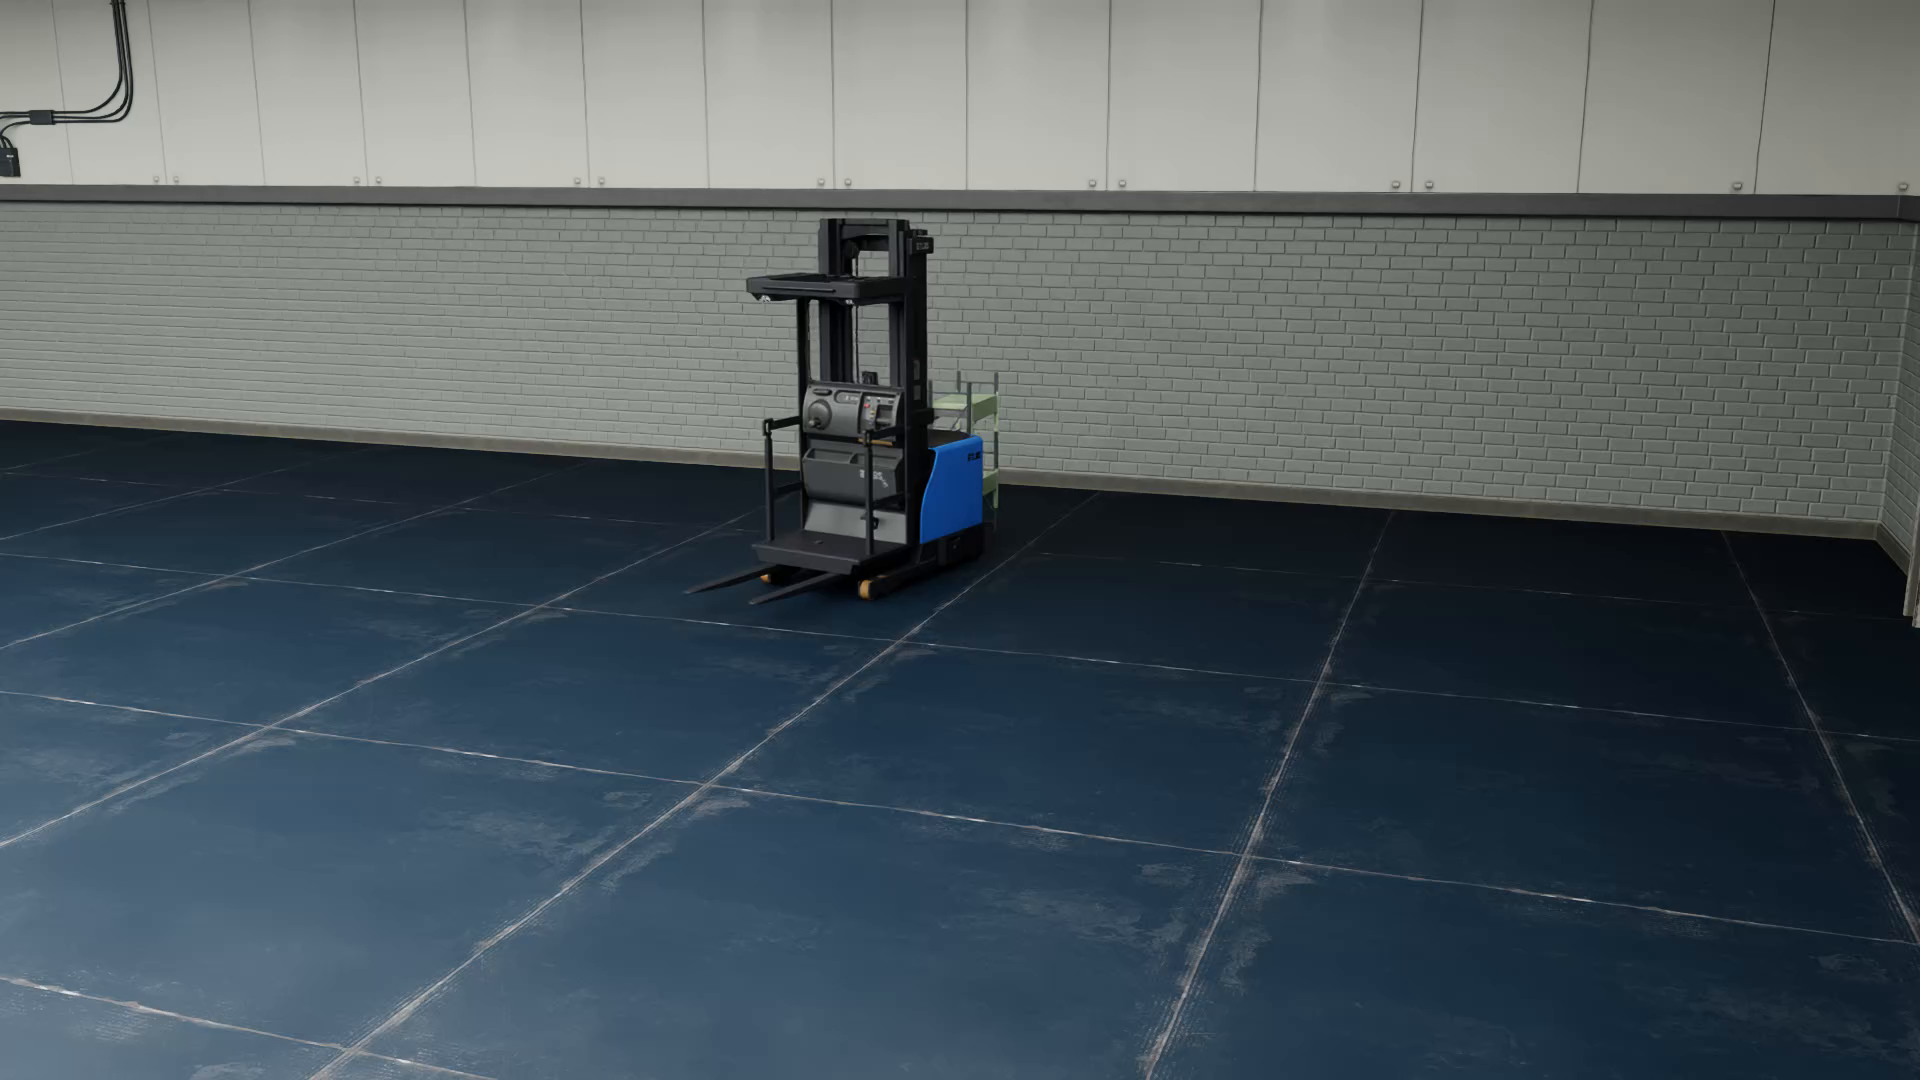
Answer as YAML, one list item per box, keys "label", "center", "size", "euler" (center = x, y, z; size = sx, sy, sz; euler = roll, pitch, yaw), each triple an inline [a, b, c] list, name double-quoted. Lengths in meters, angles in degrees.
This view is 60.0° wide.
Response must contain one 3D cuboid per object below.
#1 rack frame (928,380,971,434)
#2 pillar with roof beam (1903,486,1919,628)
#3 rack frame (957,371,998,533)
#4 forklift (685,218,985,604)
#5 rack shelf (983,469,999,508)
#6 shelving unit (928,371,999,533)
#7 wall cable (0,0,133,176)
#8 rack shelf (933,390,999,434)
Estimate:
- label: "rack frame"
  center: [-0.091, -0.664, 14.788]
  size: [0.400, 1.500, 0.023]
  euler: [5, 14, 20]
- label: "pillar with roof beam"
  center: [3.250, -4.079, 12.897]
  size: [9.100, 9.000, 0.400]
  euler: [4, 14, 18]
- label: "rack frame"
  center: [0.161, -0.817, 15.458]
  size: [0.400, 1.500, 0.023]
  euler: [5, 14, 20]
- label: "forklift"
  center: [-0.991, -1.069, 13.347]
  size: [1.130, 2.935, 3.031]
  euler: [8, 15, 31]
- label: "rack shelf"
  center: [0.035, -0.422, 15.195]
  size: [0.431, 0.370, 0.720]
  euler: [5, 14, 20]
- label: "shelving unit"
  center: [0.035, -0.740, 15.123]
  size: [0.431, 1.500, 0.755]
  euler: [5, 14, 20]
- label: "wall cable"
  center: [-11.300, -7.533, 20.388]
  size: [2.305, 6.003, 0.169]
  euler: [4, 14, 18]
- label: "rack shelf"
  center: [0.035, -1.121, 15.036]
  size: [0.431, 0.370, 0.720]
  euler: [5, 14, 20]
